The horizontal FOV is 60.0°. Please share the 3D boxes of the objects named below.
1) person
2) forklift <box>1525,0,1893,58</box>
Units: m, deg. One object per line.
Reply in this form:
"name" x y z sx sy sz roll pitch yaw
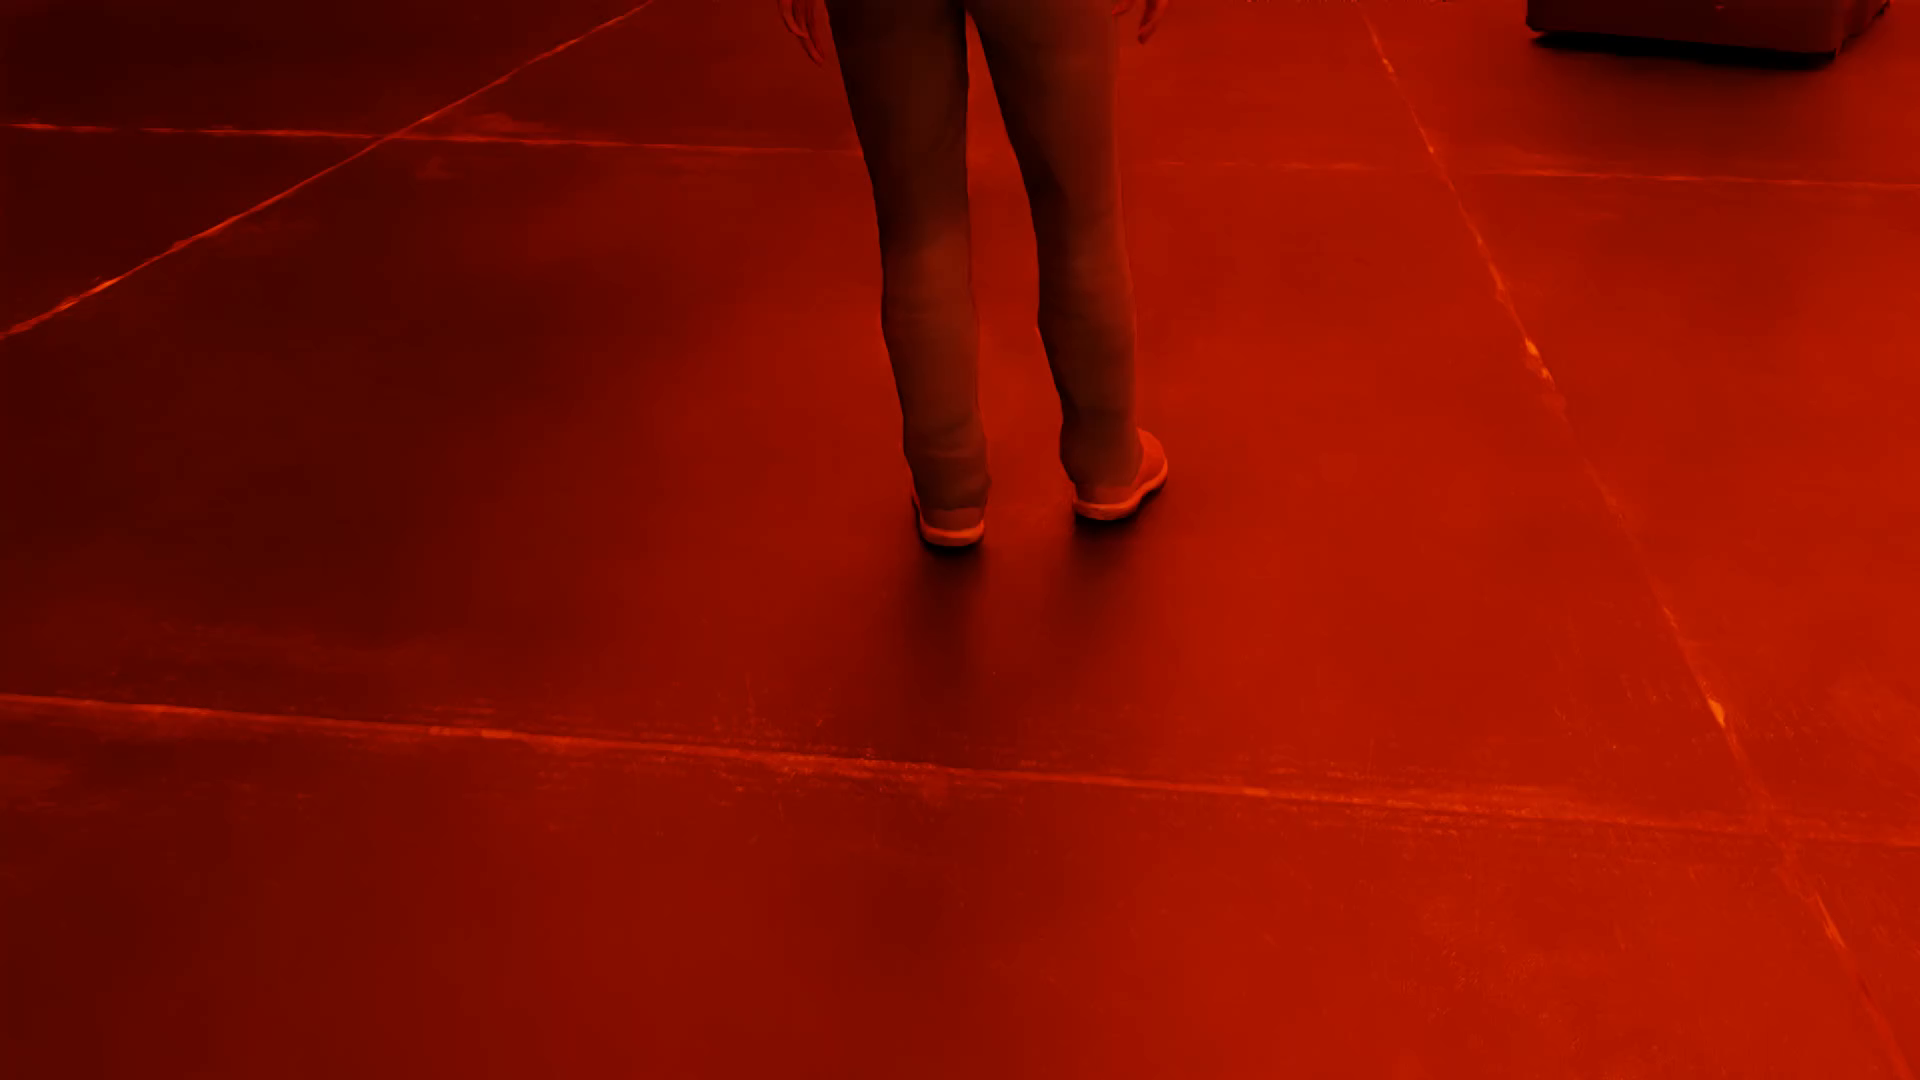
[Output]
"person" 0.031 -0.784 2.203 0.570 1.654 0.503 3 27 7
"forklift" 3.321 -3.588 6.409 1.130 2.935 3.031 16 31 29
